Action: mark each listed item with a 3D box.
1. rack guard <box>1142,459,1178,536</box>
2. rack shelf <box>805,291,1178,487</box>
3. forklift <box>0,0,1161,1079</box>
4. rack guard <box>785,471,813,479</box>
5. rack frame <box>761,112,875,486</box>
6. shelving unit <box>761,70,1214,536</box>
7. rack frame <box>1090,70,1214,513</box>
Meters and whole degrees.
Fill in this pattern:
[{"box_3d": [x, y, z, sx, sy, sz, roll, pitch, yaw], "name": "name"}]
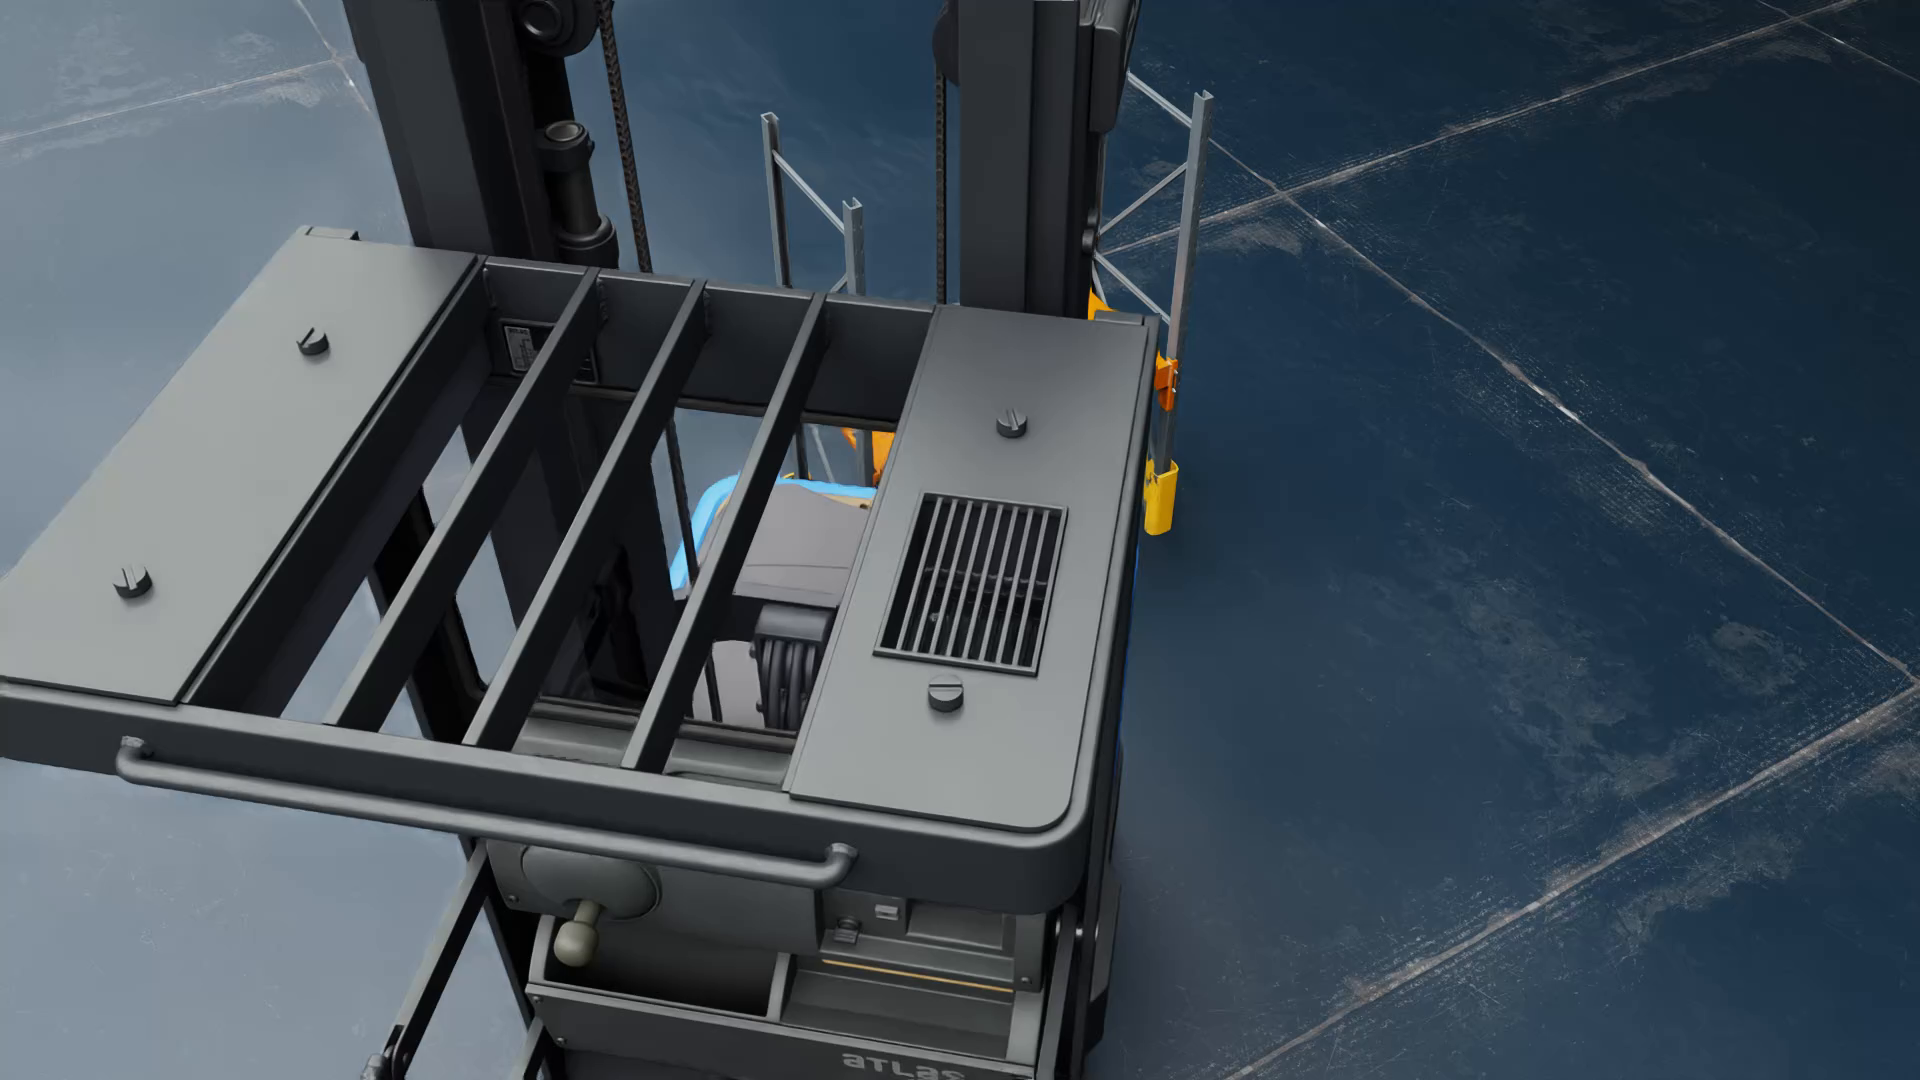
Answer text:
[{"box_3d": [0.498, -0.289, 5.368, 0.087, 0.250, 0.587, -22, 48, -21], "name": "rack guard"}, {"box_3d": [0.074, -0.439, 4.883, 1.000, 0.185, 0.538, -22, 48, -21], "name": "rack shelf"}, {"box_3d": [-0.351, 0.617, 2.509, 1.130, 2.935, 3.031, 7, 45, 7], "name": "forklift"}, {"box_3d": [-0.366, 0.057, 5.012, 0.087, 0.250, 0.587, -22, 48, -21], "name": "rack guard"}, {"box_3d": [-0.367, -0.391, 4.576, 0.032, 1.500, 0.500, -22, 48, -21], "name": "rack frame"}, {"box_3d": [0.066, -0.565, 4.755, 1.083, 1.500, 0.587, -22, 48, -21], "name": "shelving unit"}, {"box_3d": [0.515, -0.744, 4.940, 0.032, 1.500, 0.500, -22, 48, -21], "name": "rack frame"}]
